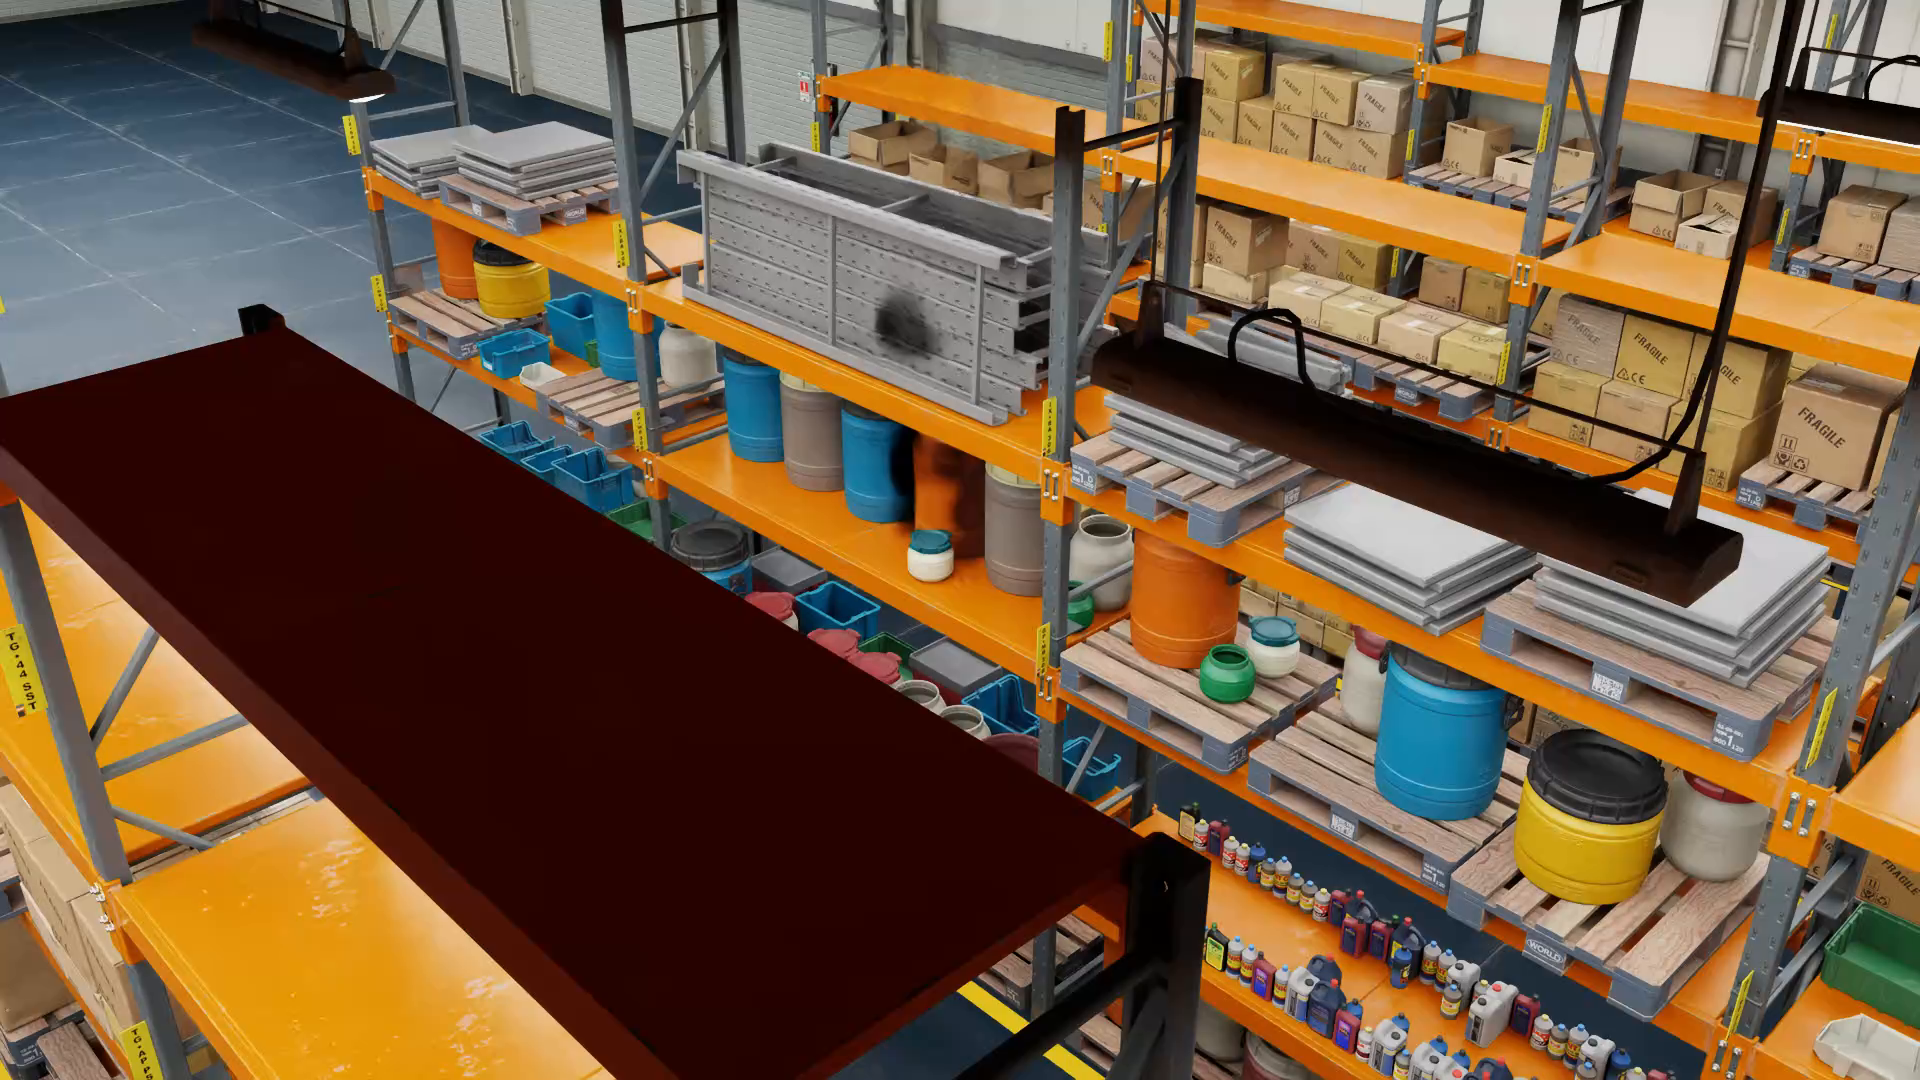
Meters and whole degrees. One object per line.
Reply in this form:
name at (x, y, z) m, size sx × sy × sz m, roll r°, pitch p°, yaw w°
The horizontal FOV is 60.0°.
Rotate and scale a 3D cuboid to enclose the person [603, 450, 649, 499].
person at (-3.335, -0.830, 16.660) m, size 0.696 × 1.697 × 0.668 m, roll 12°, pitch 30°, yaw 21°
